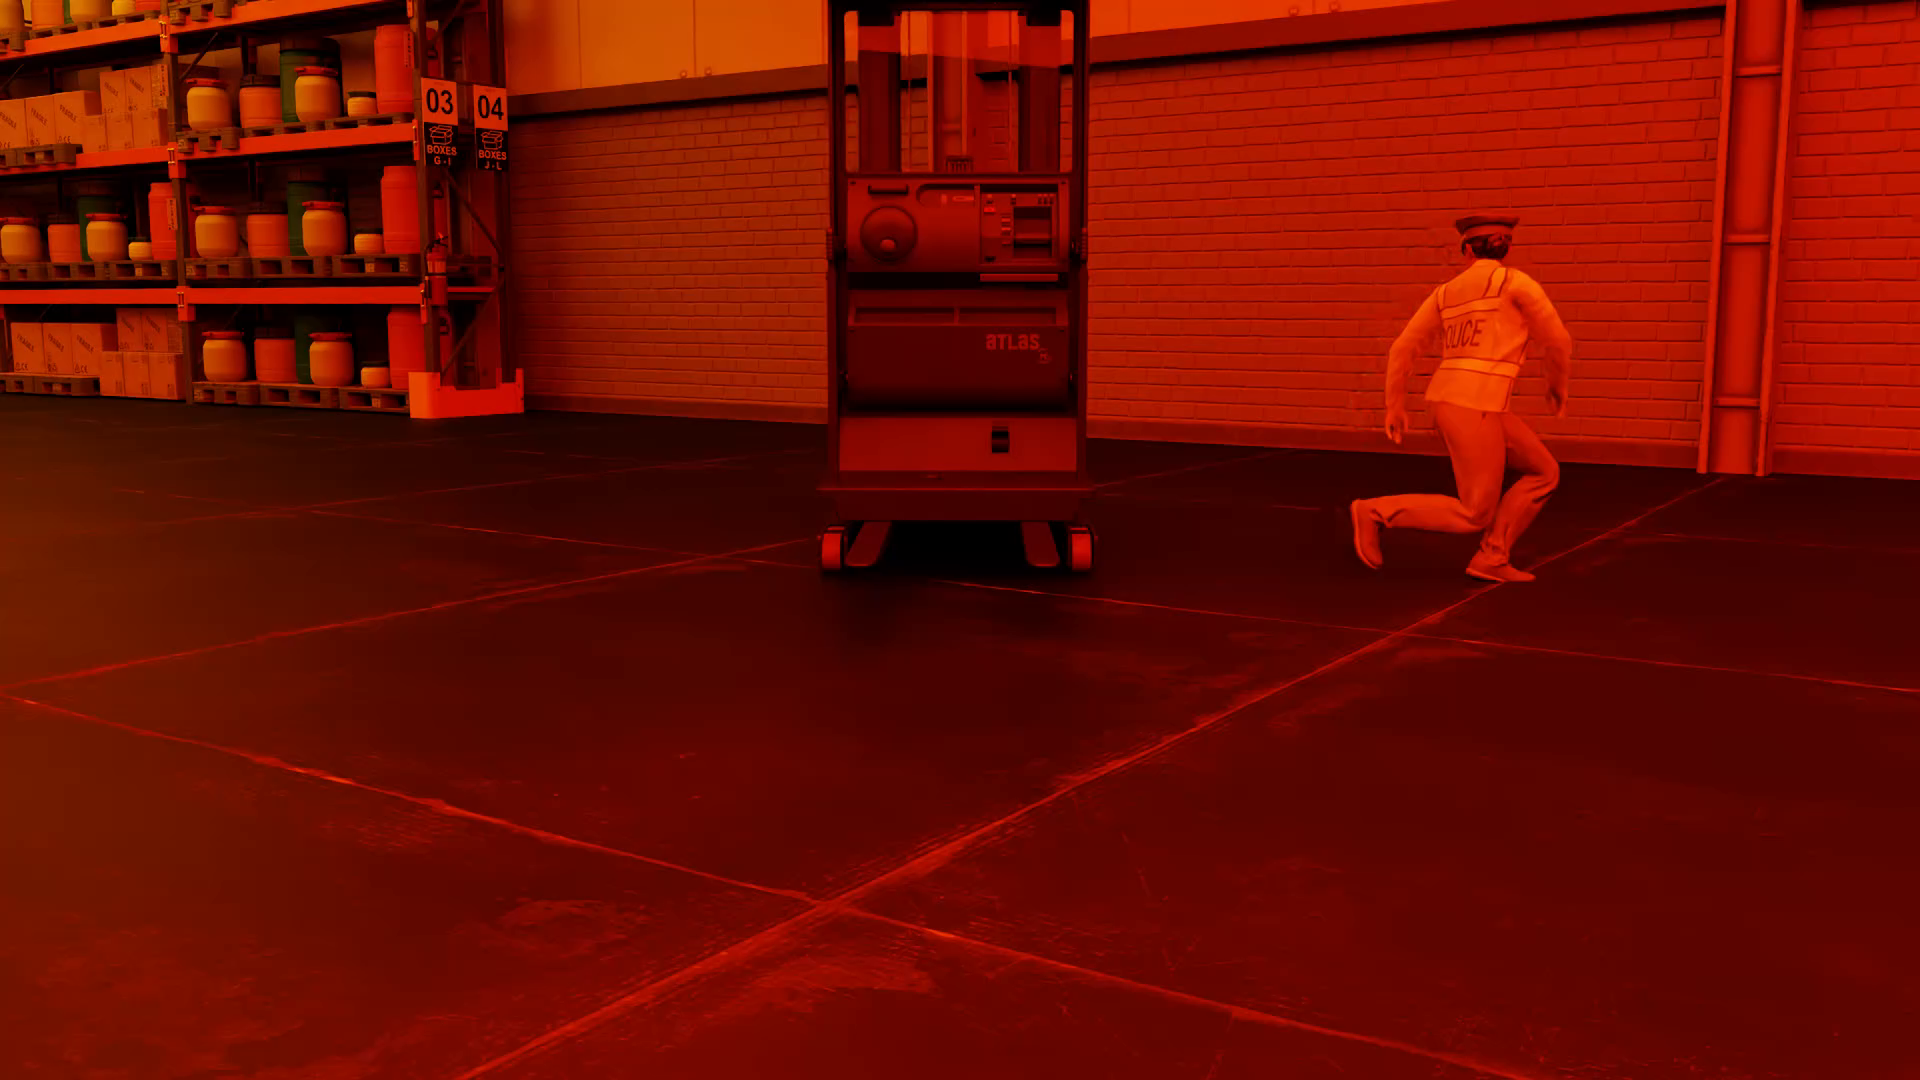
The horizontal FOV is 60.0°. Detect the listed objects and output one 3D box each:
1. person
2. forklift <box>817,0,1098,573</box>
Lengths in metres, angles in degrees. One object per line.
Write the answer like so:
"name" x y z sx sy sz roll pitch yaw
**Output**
"person" 1.955 -0.541 6.474 0.844 1.449 0.564 0 8 0
"forklift" -0.008 -1.360 6.758 1.130 2.935 3.031 0 8 1
